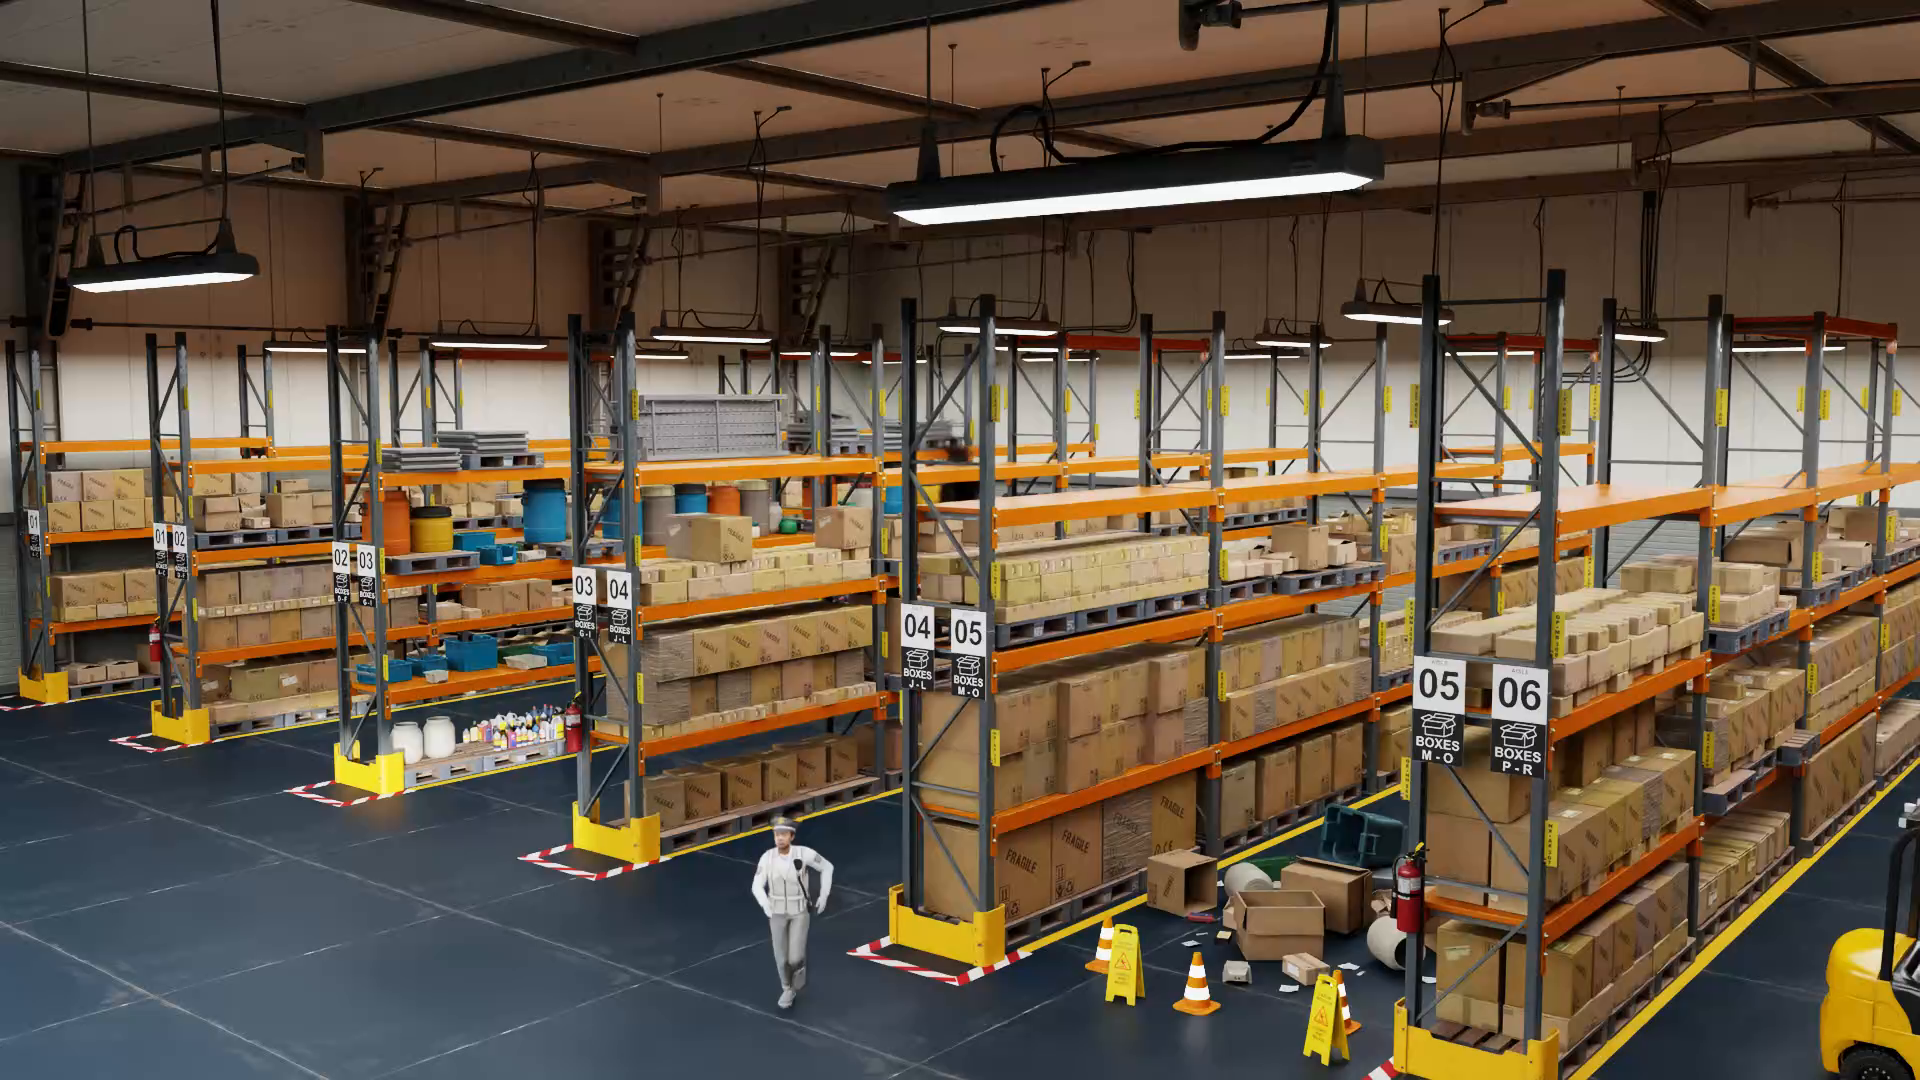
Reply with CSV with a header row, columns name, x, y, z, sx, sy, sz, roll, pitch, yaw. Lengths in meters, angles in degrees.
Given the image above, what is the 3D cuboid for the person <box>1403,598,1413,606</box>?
name,x,y,z,sx,sy,sz,roll,pitch,yaw
person,7.435,1.833,27.482,0.674,1.764,0.802,4,7,39

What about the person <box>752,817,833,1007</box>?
name,x,y,z,sx,sy,sz,roll,pitch,yaw
person,-1.409,3.102,13.807,0.644,1.655,0.654,1,5,7
